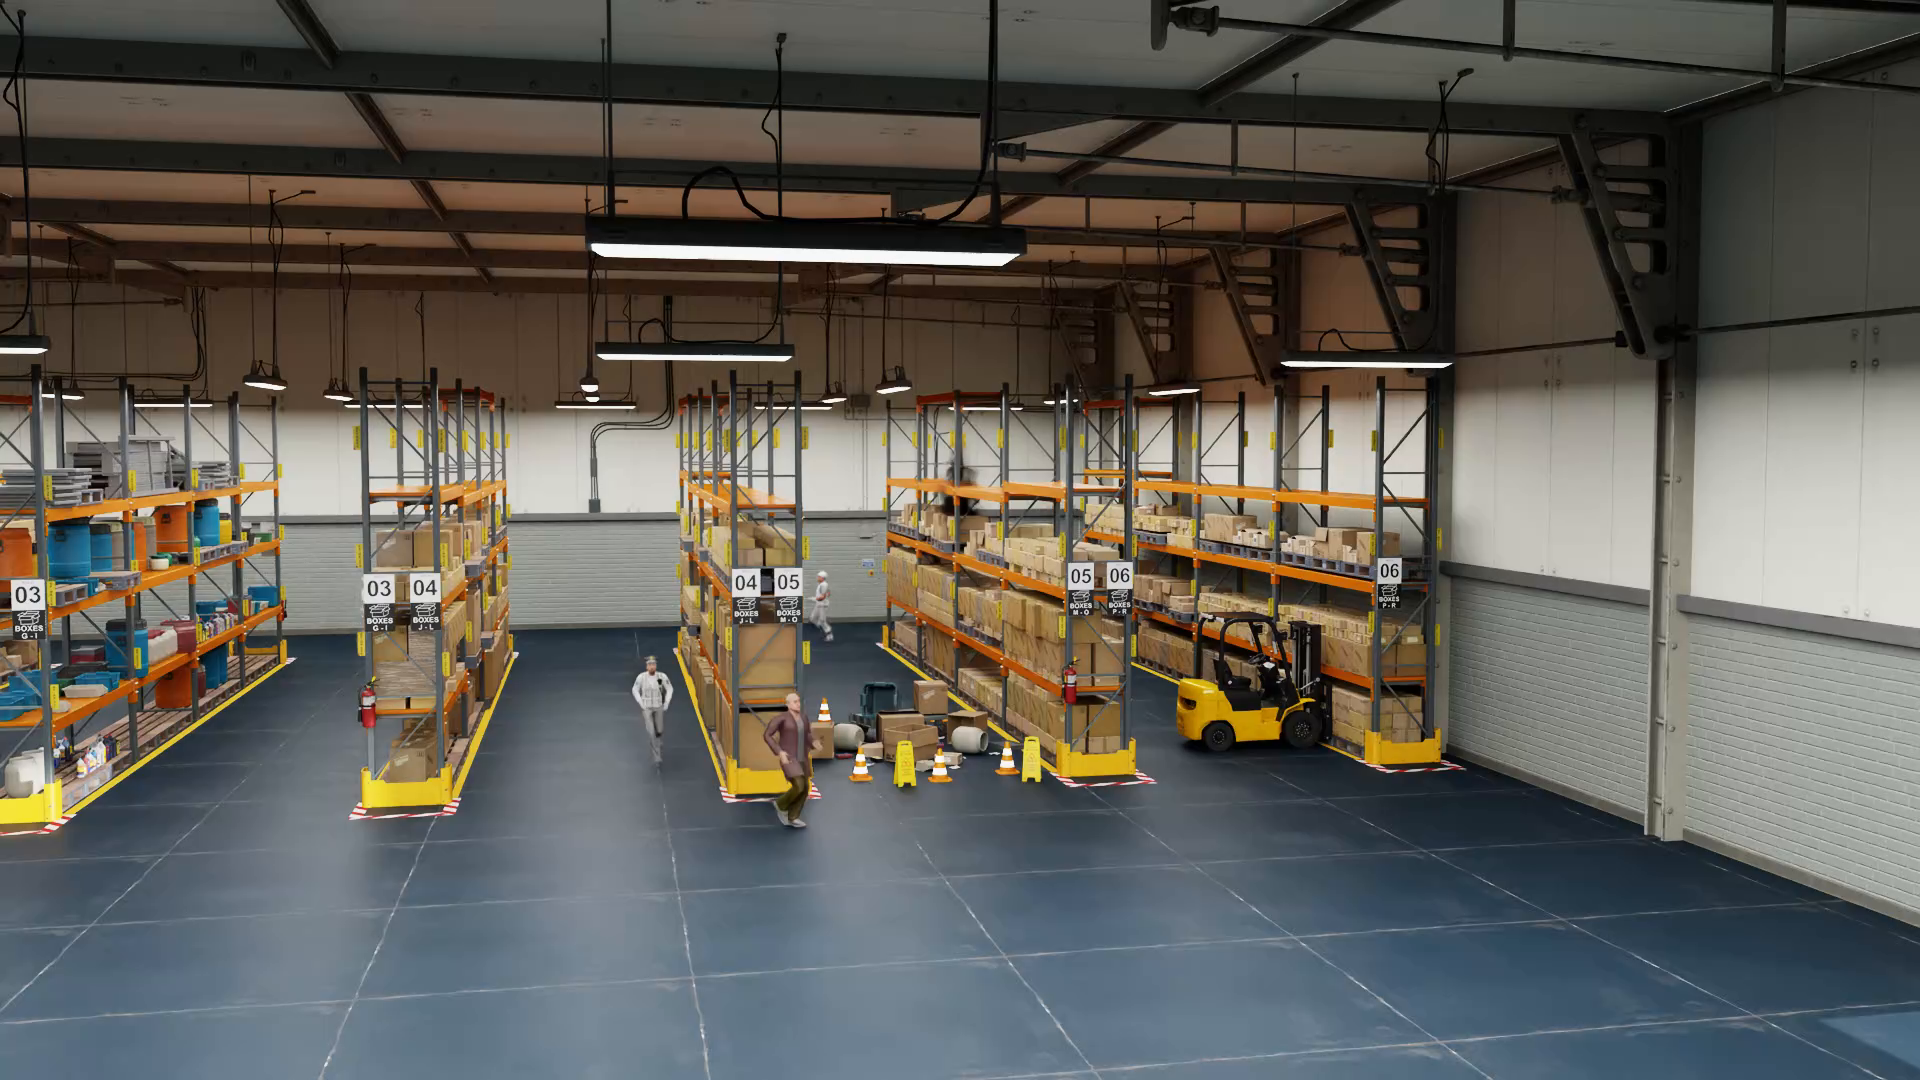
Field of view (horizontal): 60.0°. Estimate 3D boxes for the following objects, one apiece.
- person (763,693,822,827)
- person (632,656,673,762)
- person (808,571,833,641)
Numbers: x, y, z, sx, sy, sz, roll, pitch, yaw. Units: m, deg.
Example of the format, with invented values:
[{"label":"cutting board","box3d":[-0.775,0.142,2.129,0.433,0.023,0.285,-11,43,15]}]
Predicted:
[{"label":"person","box3d":[-2.122,2.853,21.500,0.634,1.736,0.727,3,4,41]},{"label":"person","box3d":[-4.836,2.628,26.171,0.639,1.662,0.546,-1,3,-10]},{"label":"person","box3d":[-3.470,1.652,41.407,0.629,1.748,0.646,-1,3,-13]}]
